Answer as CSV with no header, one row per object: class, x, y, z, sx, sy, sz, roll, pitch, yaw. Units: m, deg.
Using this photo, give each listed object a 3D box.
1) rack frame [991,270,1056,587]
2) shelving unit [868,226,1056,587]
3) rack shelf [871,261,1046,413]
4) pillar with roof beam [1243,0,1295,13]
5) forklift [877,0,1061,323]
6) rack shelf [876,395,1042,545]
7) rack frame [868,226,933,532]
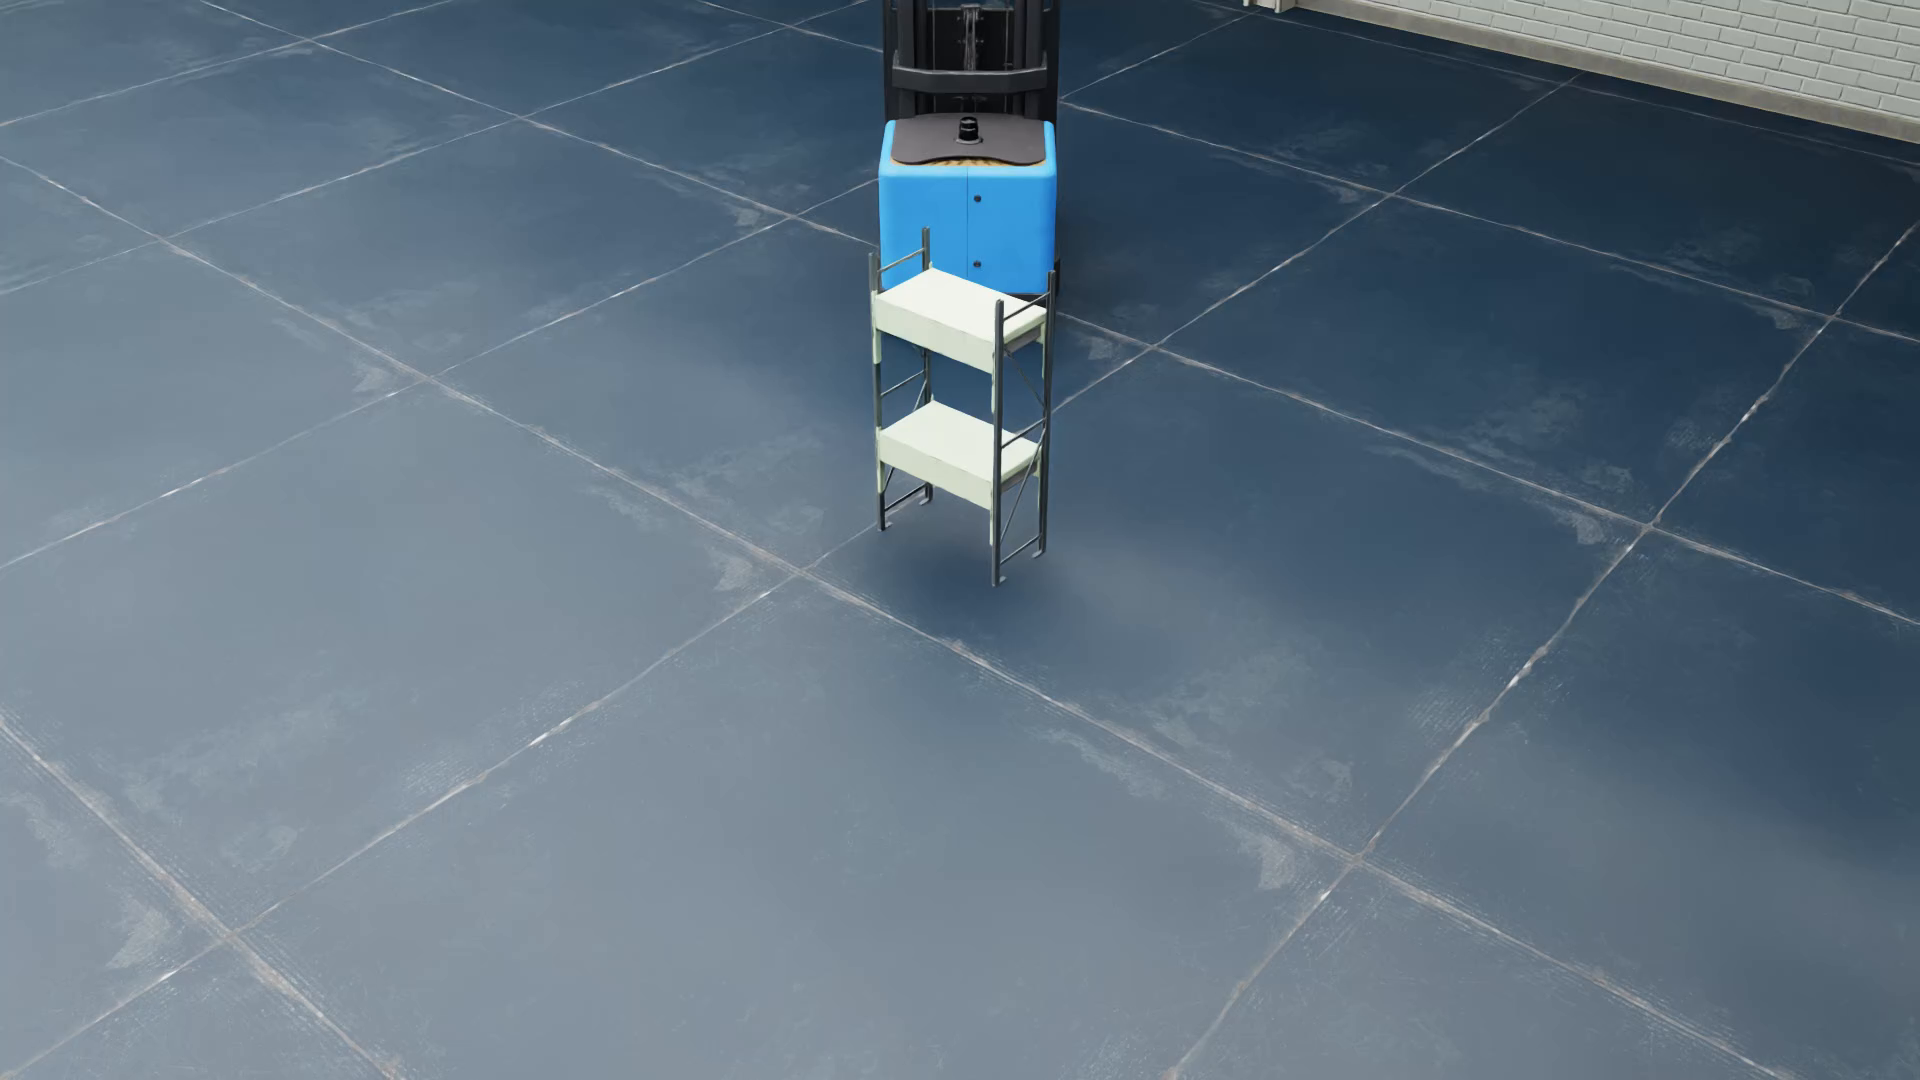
rack frame,0.286,-0.483,7.629,0.023,1.500,0.400,25,42,32
shelving unit,0.005,-0.616,7.822,0.755,1.500,0.431,25,42,32
rack shelf,0.005,-0.938,7.601,0.720,0.370,0.431,25,42,32
pillar with roof beam,0.135,-6.826,10.241,0.400,9.000,9.100,25,42,32
forklift,0.073,-3.263,10.412,1.130,2.935,3.031,1,34,1
rack shelf,0.005,-0.347,8.006,0.720,0.370,0.431,25,42,32
rack frame,-0.276,-0.748,8.015,0.023,1.500,0.400,25,42,32
